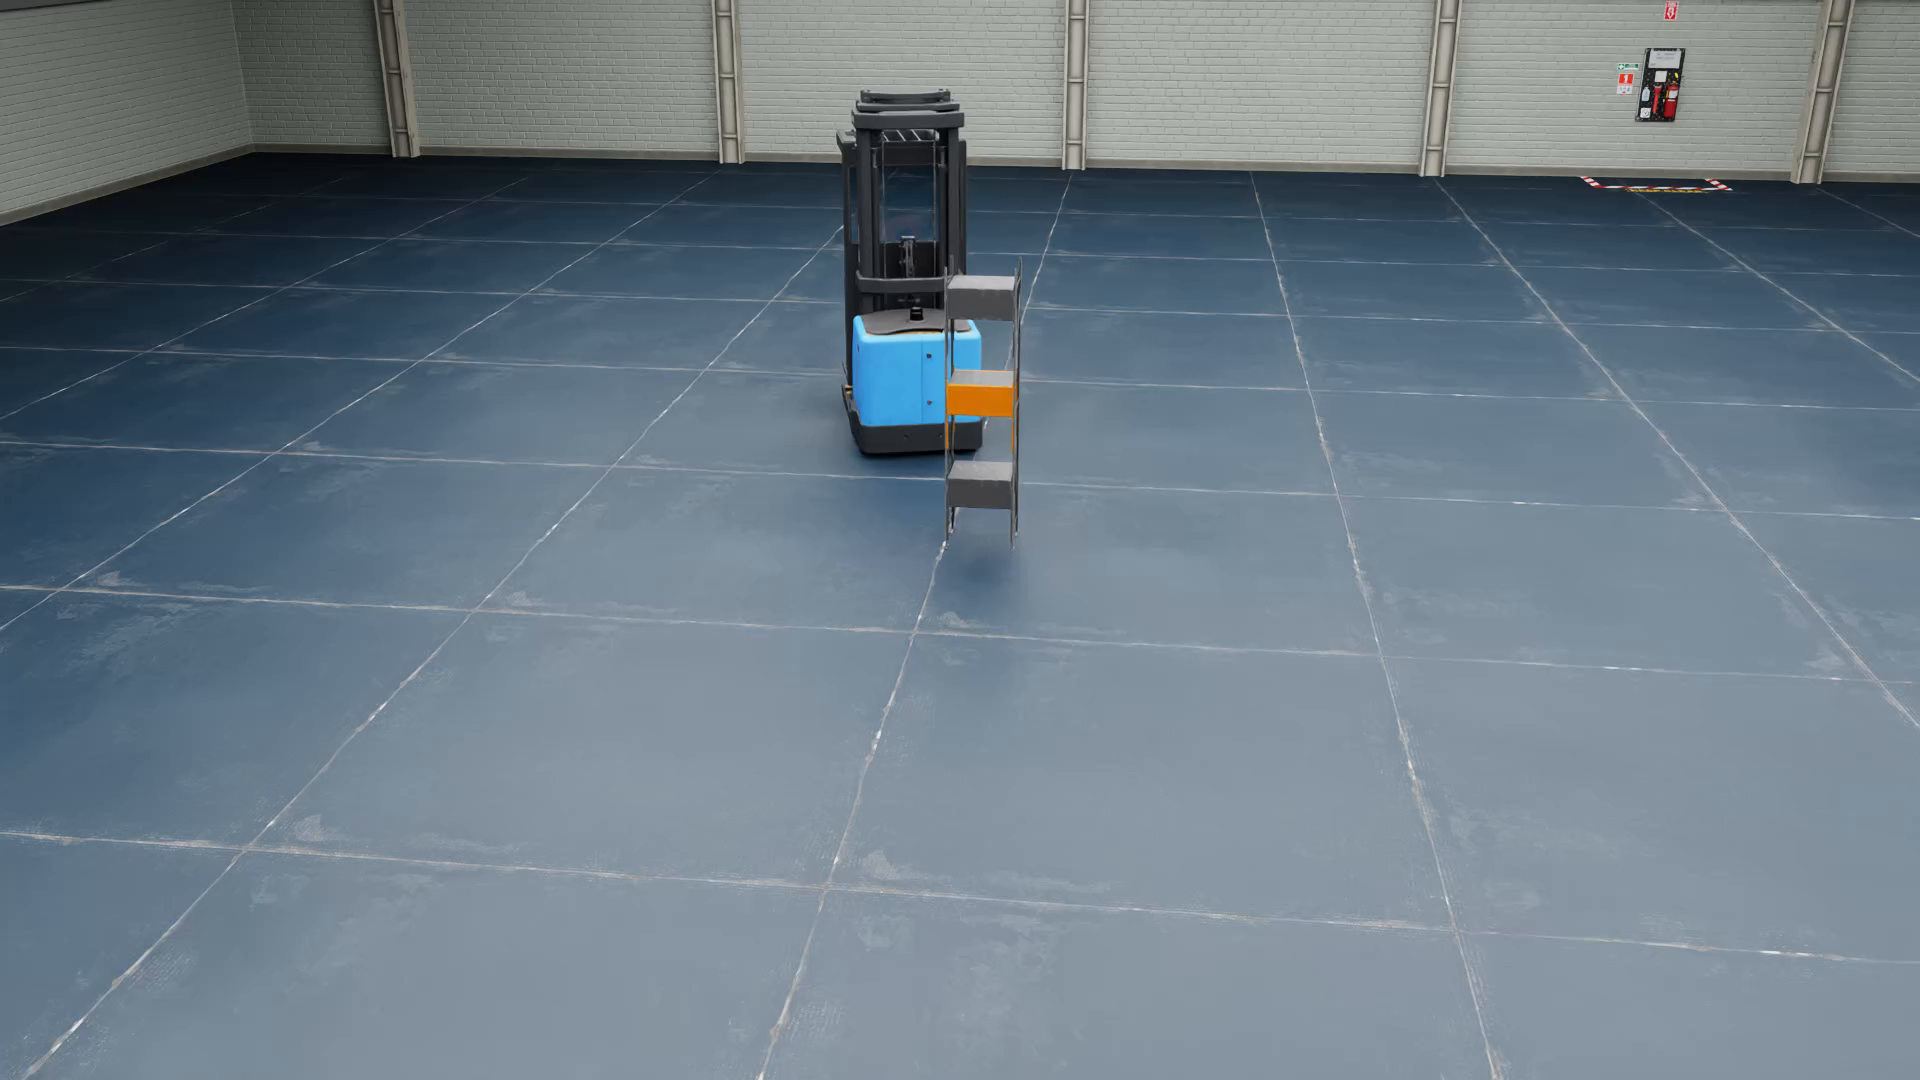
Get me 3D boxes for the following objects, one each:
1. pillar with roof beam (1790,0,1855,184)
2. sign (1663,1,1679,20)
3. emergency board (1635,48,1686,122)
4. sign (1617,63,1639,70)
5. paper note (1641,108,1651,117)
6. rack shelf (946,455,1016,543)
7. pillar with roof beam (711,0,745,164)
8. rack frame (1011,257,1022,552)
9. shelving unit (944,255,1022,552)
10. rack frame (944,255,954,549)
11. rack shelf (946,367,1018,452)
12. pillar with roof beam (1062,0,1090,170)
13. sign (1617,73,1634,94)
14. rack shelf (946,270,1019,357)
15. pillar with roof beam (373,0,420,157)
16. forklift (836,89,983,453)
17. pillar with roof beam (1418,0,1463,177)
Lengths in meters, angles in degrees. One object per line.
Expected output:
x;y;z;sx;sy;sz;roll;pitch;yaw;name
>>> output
13.368;-8.490;21.674;0.400;9.000;9.100;2;22;6;pillar with roof beam
11.429;-8.507;26.725;0.199;0.298;0.001;2;22;6;sign
11.425;-7.393;27.059;0.643;1.169;0.194;2;22;6;emergency board
10.892;-7.714;27.102;0.331;0.109;0.001;2;22;6;sign
11.257;-7.016;27.304;0.142;0.148;0.016;2;22;6;paper note
0.164;-0.306;12.298;0.480;0.518;0.431;2;22;6;rack shelf
-4.507;-9.269;23.644;0.400;9.000;9.100;2;22;6;pillar with roof beam
0.407;-0.959;12.009;0.015;2.100;0.400;2;22;6;rack frame
0.164;-0.969;12.036;0.503;2.100;0.431;2;22;6;shelving unit
-0.078;-0.980;12.062;0.015;2.100;0.400;2;22;6;rack frame
0.164;-0.957;12.041;0.480;0.518;0.431;2;22;6;rack shelf
1.451;-9.009;22.988;0.400;9.000;9.100;2;22;6;pillar with roof beam
10.888;-7.471;27.208;0.234;0.329;0.001;2;22;6;sign
0.164;-1.608;11.783;0.480;0.518;0.431;2;22;6;rack shelf
-10.465;-9.528;24.301;0.400;9.000;9.100;2;22;6;pillar with roof beam
-0.520;-2.604;15.039;1.130;2.935;3.031;-3;22;-7;forklift
7.410;-8.749;22.331;0.400;9.000;9.100;2;22;6;pillar with roof beam
